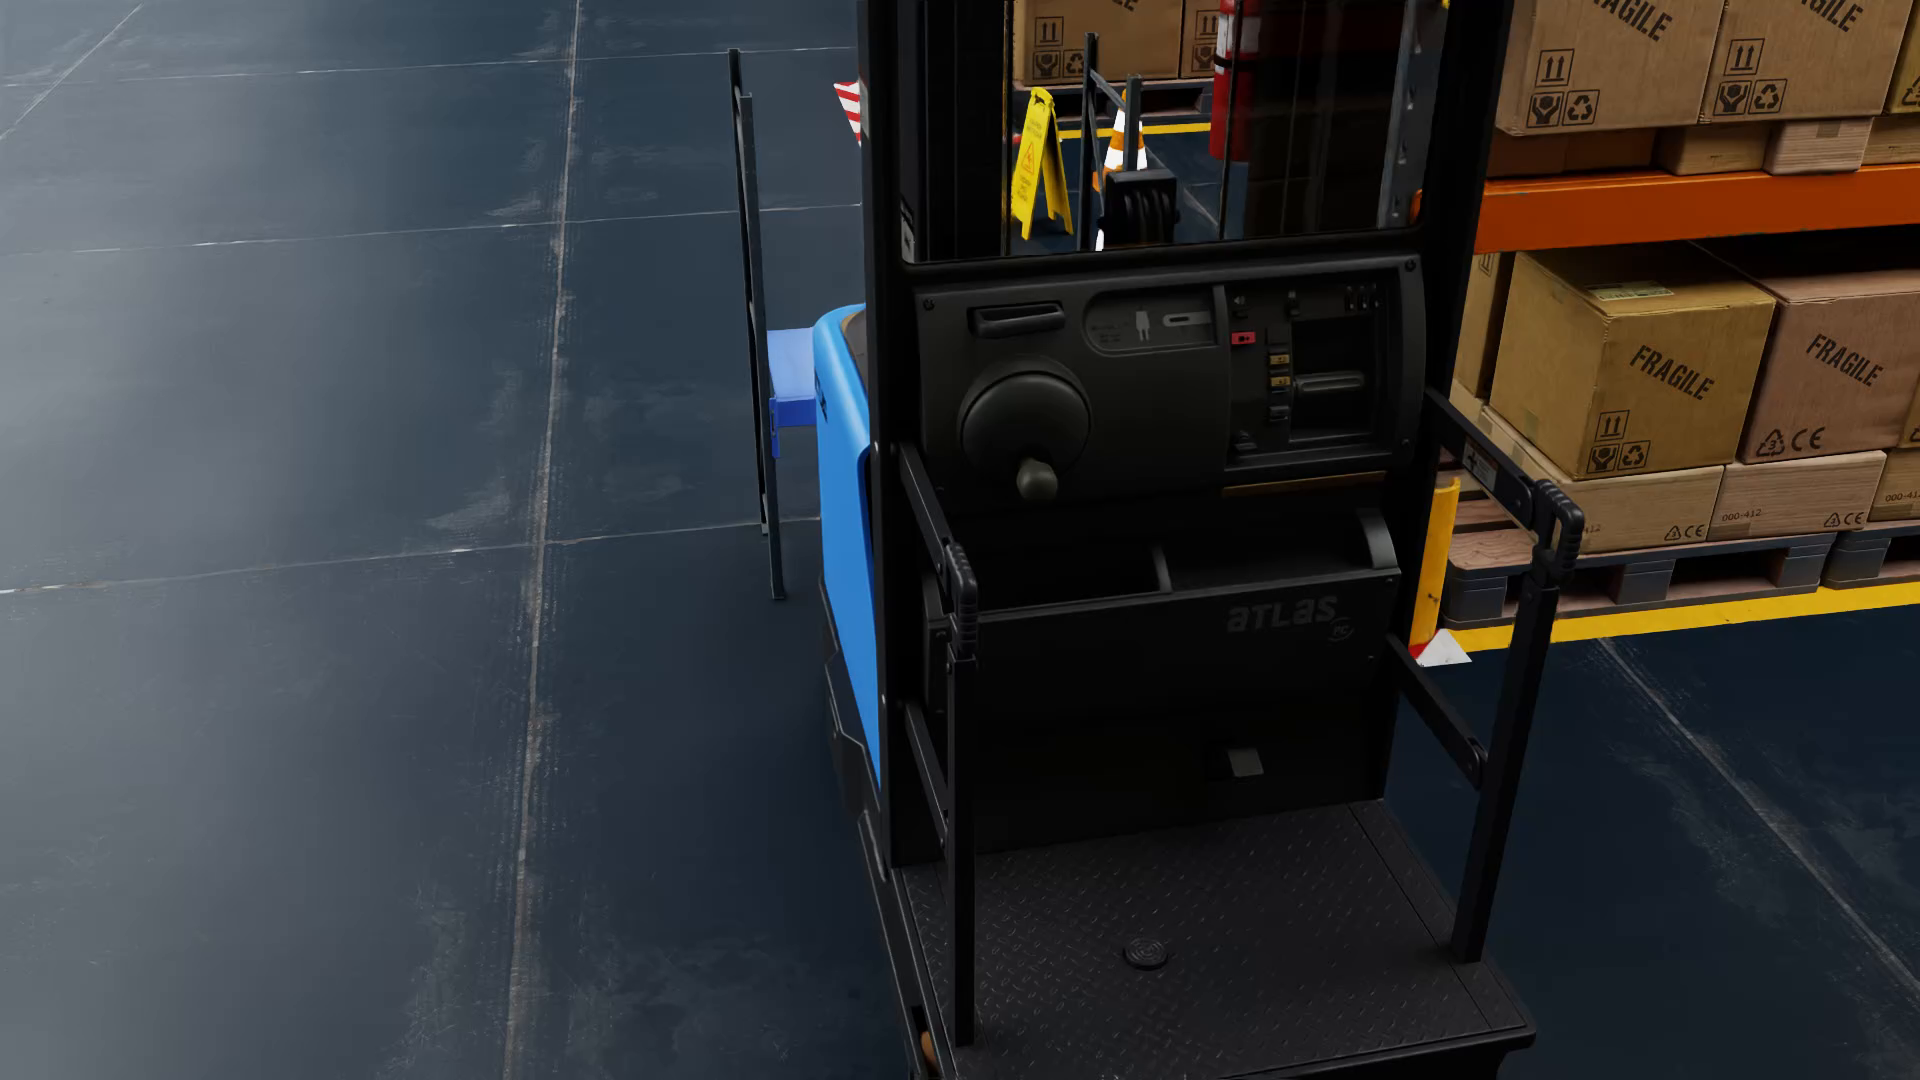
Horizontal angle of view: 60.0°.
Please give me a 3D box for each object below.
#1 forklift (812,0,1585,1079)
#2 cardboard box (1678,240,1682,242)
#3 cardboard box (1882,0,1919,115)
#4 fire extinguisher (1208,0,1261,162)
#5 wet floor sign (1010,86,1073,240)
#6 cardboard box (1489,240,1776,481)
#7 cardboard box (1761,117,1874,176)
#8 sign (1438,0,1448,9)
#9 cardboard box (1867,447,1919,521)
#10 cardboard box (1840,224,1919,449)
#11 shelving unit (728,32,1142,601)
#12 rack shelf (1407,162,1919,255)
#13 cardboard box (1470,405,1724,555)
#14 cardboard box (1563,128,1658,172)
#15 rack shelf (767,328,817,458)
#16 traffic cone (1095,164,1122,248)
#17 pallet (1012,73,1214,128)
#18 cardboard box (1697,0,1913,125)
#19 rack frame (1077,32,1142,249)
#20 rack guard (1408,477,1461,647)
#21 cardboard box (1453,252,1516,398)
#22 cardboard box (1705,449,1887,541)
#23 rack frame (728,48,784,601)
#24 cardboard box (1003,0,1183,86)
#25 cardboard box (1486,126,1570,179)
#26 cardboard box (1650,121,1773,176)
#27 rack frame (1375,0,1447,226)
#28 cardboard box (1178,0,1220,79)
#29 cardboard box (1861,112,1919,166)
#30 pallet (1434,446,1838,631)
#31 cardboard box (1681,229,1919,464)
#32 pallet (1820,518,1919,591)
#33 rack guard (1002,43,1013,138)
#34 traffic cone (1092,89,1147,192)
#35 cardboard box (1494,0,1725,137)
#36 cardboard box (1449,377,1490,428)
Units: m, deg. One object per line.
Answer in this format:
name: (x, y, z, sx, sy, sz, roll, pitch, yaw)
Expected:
forklift: (0.430, -0.239, 2.765, 1.130, 2.935, 3.031, -6, 31, -10)
cardboard box: (2.282, -0.841, 5.279, 0.500, 0.500, 0.500, -4, 31, -7)
cardboard box: (2.554, -1.441, 4.350, 0.500, 0.500, 0.500, -6, 31, -10)
fire extinguisher: (0.833, -1.455, 4.842, 0.183, 0.674, 0.296, -5, 31, -9)
wet floor sign: (0.366, -1.723, 7.544, 0.232, 0.644, 0.267, -11, 32, -17)
cardboard box: (1.895, -0.526, 4.744, 0.500, 0.500, 0.500, -6, 31, -11)
cardboard box: (2.179, -1.103, 4.414, 0.250, 0.149, 0.380, -5, 31, -8)
sign: (1.127, -1.372, 3.770, 0.005, 0.325, 0.100, -5, 31, -9)
cardboard box: (2.910, -0.300, 5.099, 0.500, 0.250, 0.500, -3, 31, -6)
cardboard box: (2.904, -0.618, 4.900, 0.500, 0.500, 0.500, -5, 31, -8)
shelving unit: (-0.084, -0.639, 4.857, 1.048, 1.500, 0.538, -5, 31, -9)
rack shelf: (2.996, -1.142, 4.942, 4.000, 0.370, 1.077, -5, 31, -9)
cardboard box: (1.872, -0.201, 4.930, 0.500, 0.250, 0.500, -6, 31, -9)
cardboard box: (1.646, -1.119, 4.441, 0.250, 0.149, 0.380, -5, 31, -8)
rack shelf: (-0.084, -0.484, 4.948, 1.000, 0.185, 0.538, -5, 31, -9)
traffic cone: (0.685, -1.380, 7.141, 0.334, 0.463, 0.336, -5, 31, -9)
pallet: (0.810, -2.638, 9.528, 1.213, 0.211, 1.003, -5, 31, -9)
cardboard box: (2.053, -1.394, 4.270, 0.500, 0.500, 0.500, -4, 31, -7)
rack frame: (0.416, -0.685, 4.936, 0.032, 1.500, 0.500, -5, 31, -9)
rack guard: (1.103, -0.199, 5.094, 0.348, 0.500, 1.175, -5, 31, -9)
cardboard box: (1.770, -0.791, 5.195, 0.500, 0.500, 0.500, -5, 31, -9)
cardboard box: (2.375, -0.243, 5.003, 0.500, 0.250, 0.500, -4, 31, -7)
rack frame: (-0.584, -0.592, 4.778, 0.032, 1.500, 0.500, -5, 31, -9)
cardboard box: (0.693, -3.088, 9.224, 0.875, 0.875, 0.875, -5, 31, -9)
cardboard box: (1.400, -1.089, 4.390, 0.250, 0.149, 0.380, -5, 31, -9)
cardboard box: (1.921, -1.103, 4.414, 0.250, 0.149, 0.380, -6, 31, -11)
rack frame: (1.029, -1.269, 4.449, 0.127, 3.000, 1.000, -5, 31, -9)
cardboard box: (1.558, -3.169, 9.362, 0.875, 0.875, 0.875, -6, 31, -10)
cardboard box: (2.428, -1.143, 4.483, 0.250, 0.149, 0.380, -5, 31, -8)
pallet: (1.909, -0.131, 5.264, 1.213, 0.211, 1.003, -5, 31, -9)
cardboard box: (2.409, -0.576, 4.829, 0.500, 0.500, 0.500, -6, 31, -11)
pallet: (3.106, -0.240, 5.450, 1.213, 0.211, 1.003, -5, 31, -9)
rack guard: (0.014, -2.648, 9.260, 0.348, 0.500, 1.175, -5, 31, -9)
traffic cone: (0.816, -1.975, 8.152, 0.334, 0.463, 0.336, -5, 31, -9)
cardboard box: (1.545, -1.345, 4.187, 0.500, 0.500, 0.500, -6, 31, -10)
cardboard box: (1.799, -0.475, 5.397, 0.500, 0.250, 0.500, -5, 31, -9)
